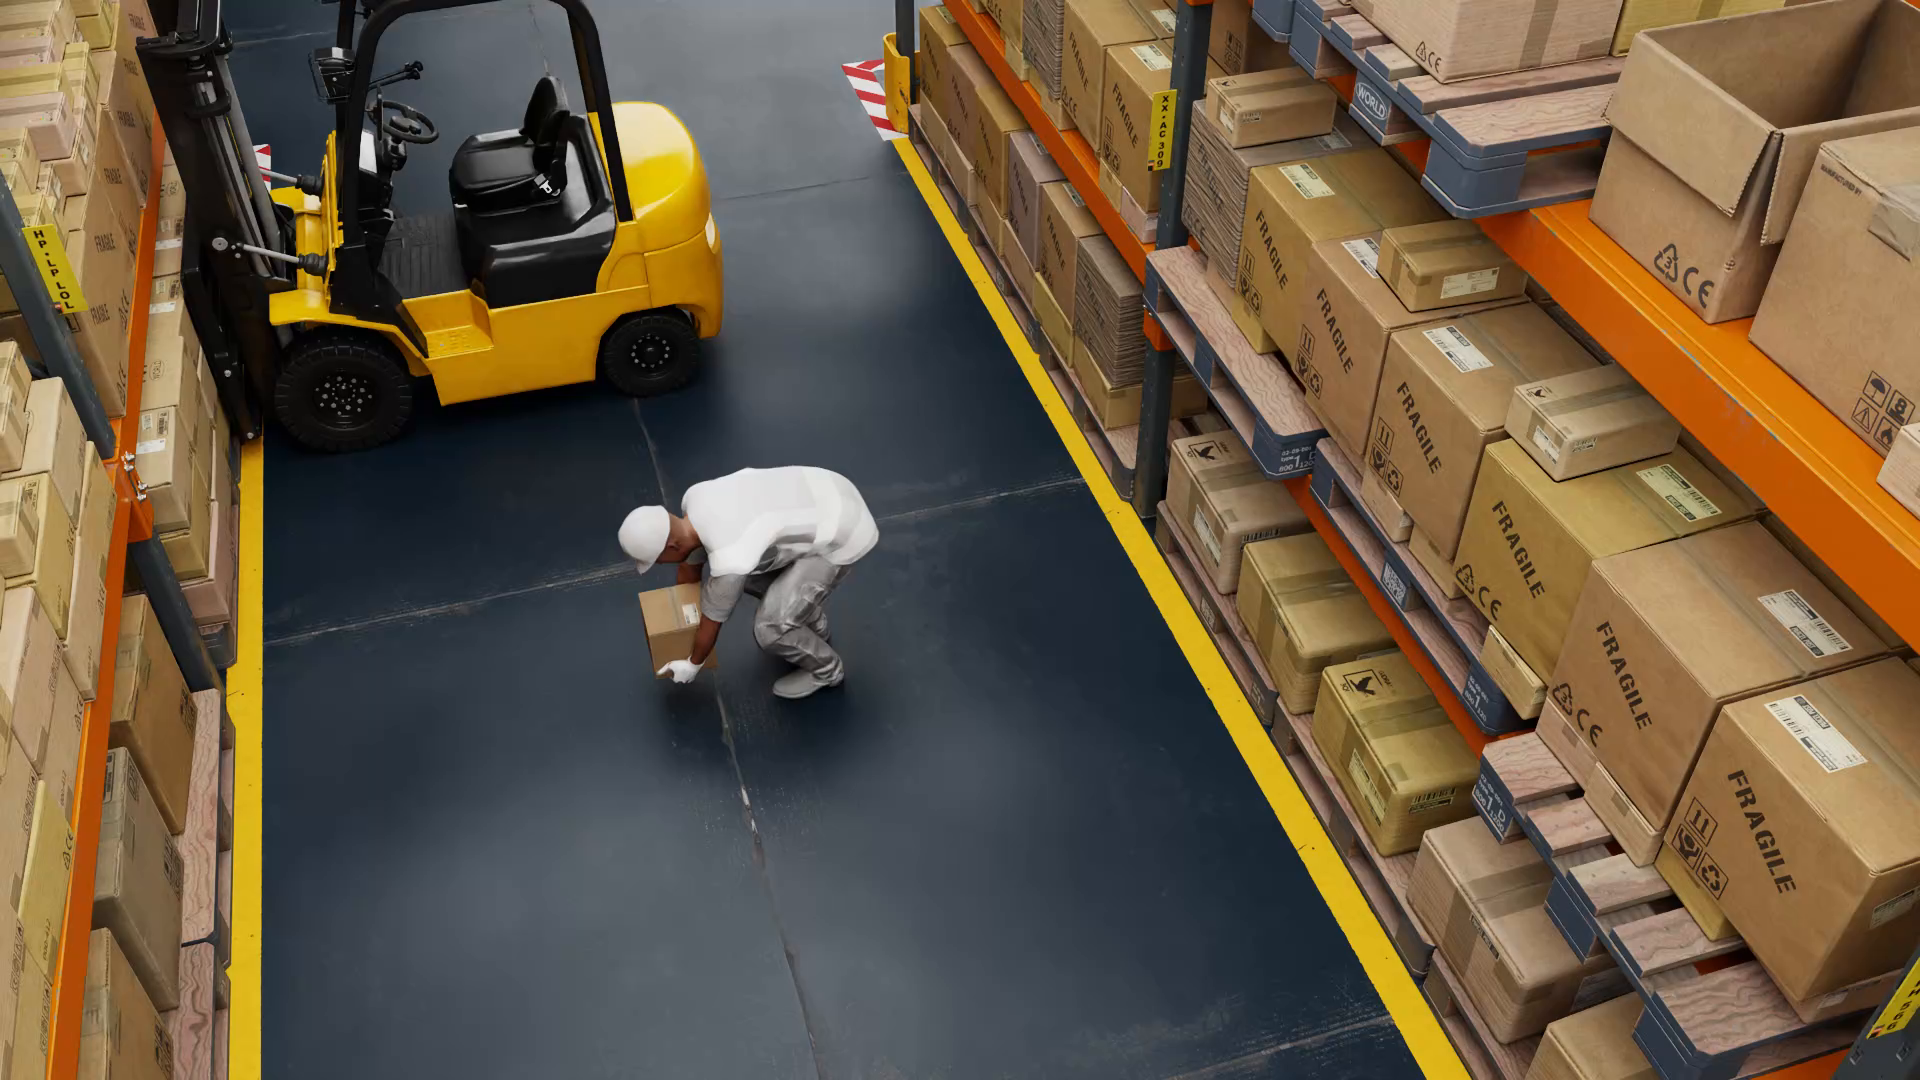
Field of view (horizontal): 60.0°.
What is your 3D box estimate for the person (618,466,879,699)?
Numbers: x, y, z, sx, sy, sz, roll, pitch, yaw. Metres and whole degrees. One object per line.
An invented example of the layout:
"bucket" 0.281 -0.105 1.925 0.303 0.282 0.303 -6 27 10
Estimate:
"person" -0.801 0.181 6.527 0.976 1.005 0.545 -14 44 -15
